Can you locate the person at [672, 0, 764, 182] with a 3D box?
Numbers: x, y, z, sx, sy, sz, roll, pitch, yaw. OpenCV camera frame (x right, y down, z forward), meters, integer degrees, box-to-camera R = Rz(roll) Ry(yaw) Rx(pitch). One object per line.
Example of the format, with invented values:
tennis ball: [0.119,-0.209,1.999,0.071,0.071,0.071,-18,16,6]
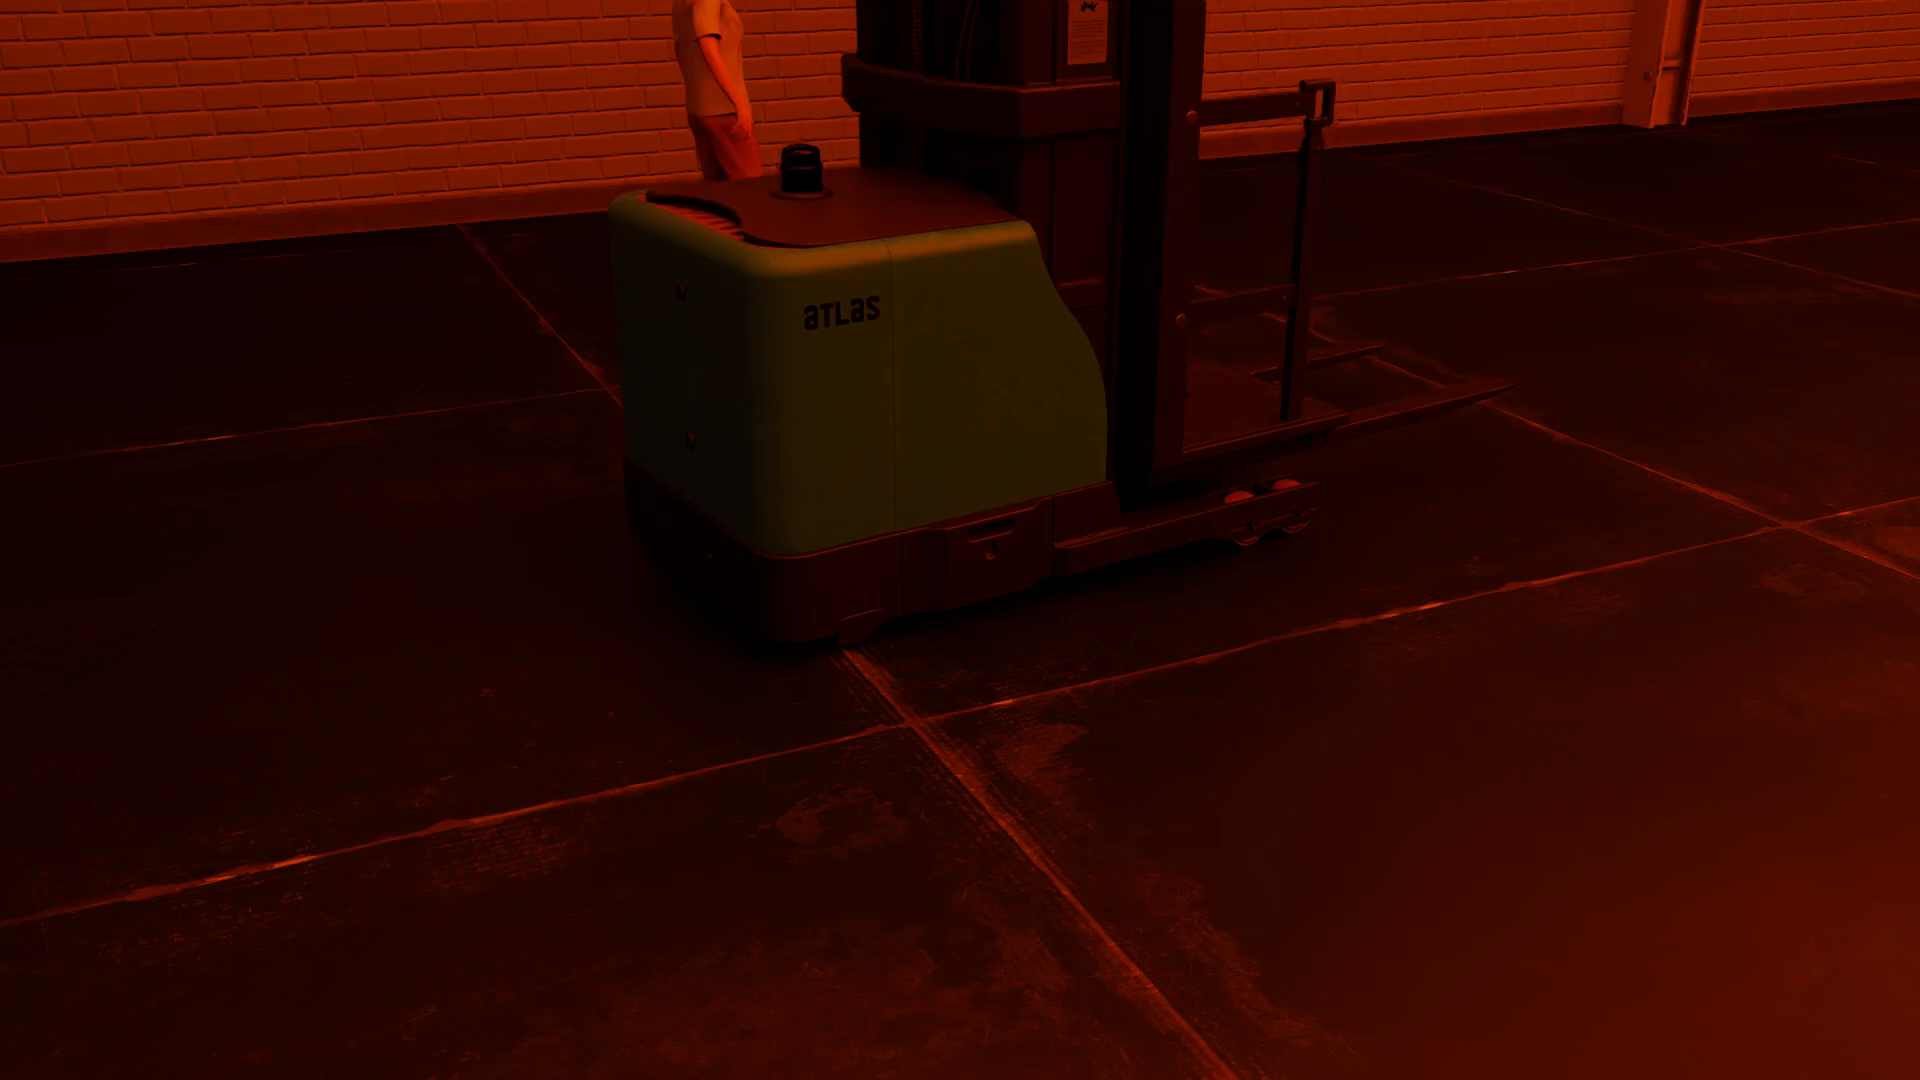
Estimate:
person: [-1.023,-1.938,7.589,0.528,1.677,0.592,-12,25,-27]

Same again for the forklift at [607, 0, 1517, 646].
forklift: [0.512,-1.490,4.873,3.031,2.935,1.130,-14,26,-30]
